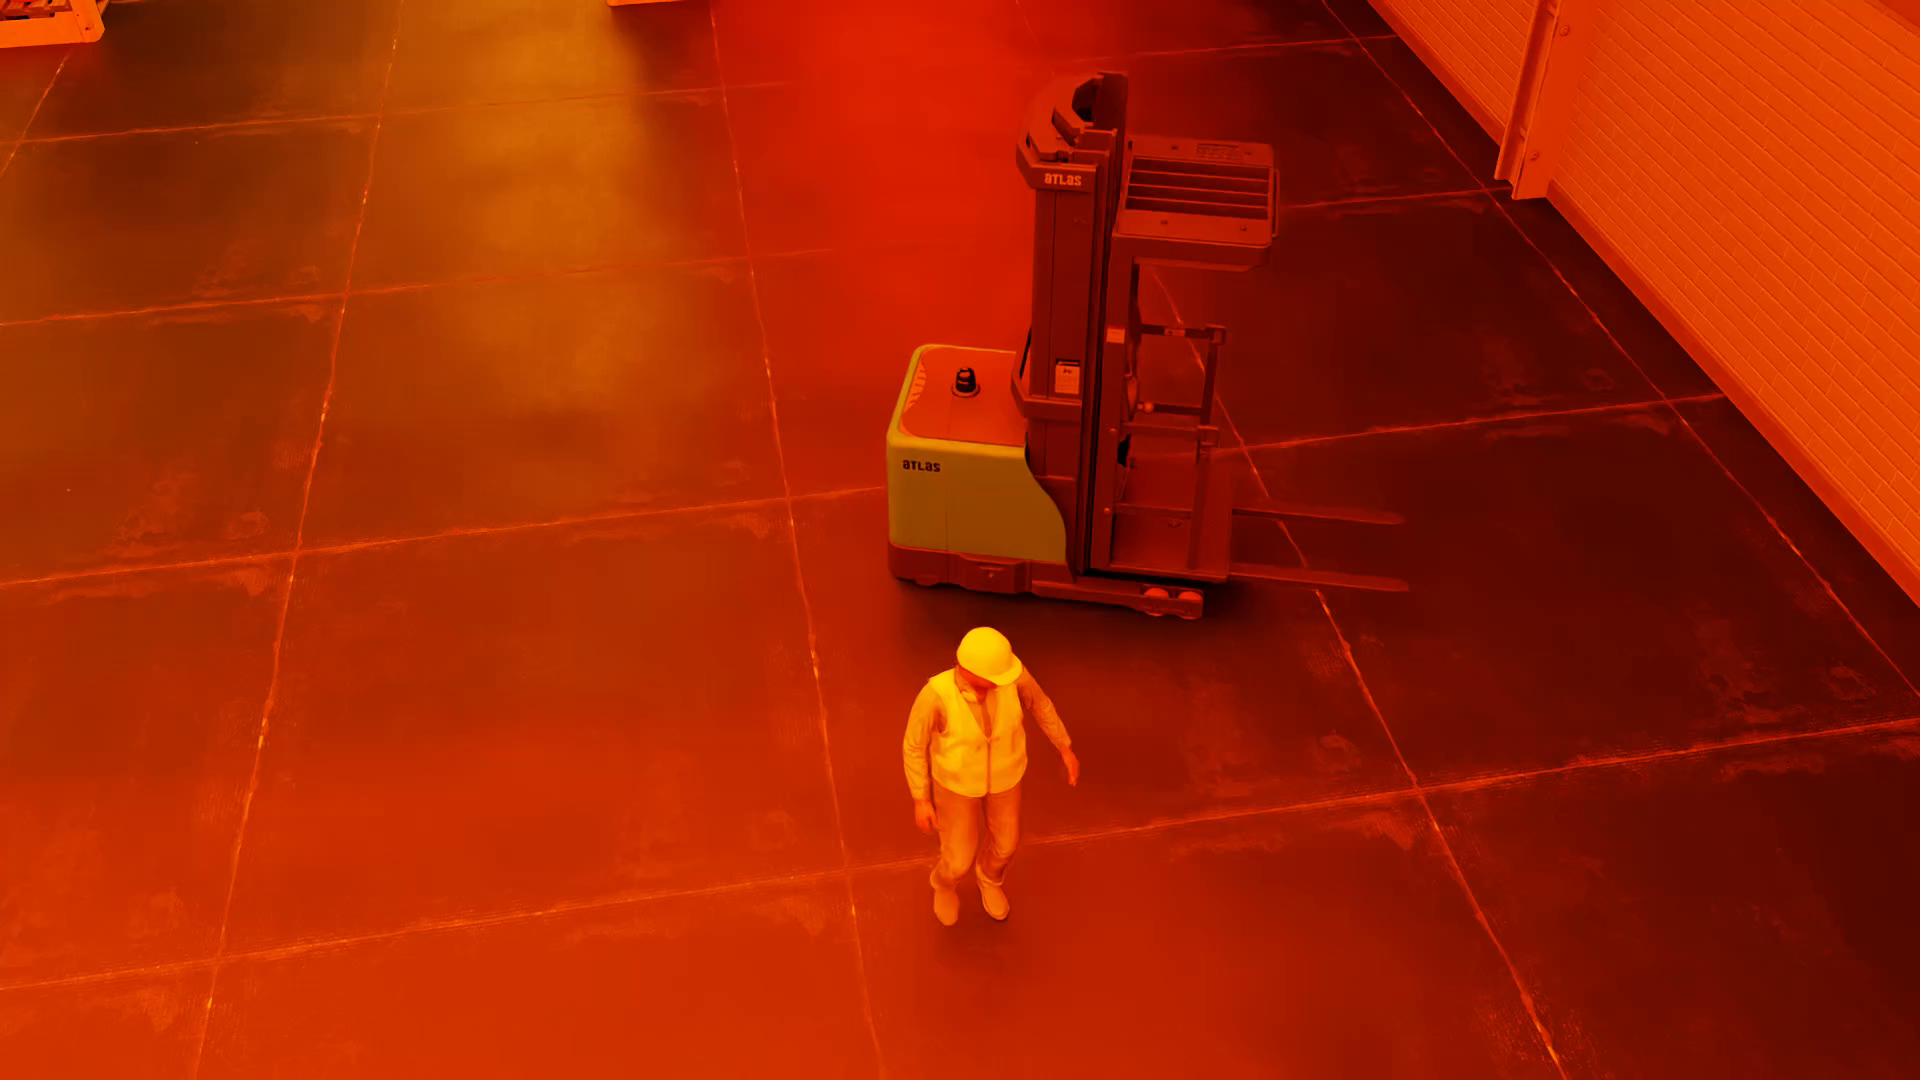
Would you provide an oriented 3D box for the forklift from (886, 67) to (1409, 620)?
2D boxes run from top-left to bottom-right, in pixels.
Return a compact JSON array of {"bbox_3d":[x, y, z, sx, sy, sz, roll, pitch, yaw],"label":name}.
[{"bbox_3d":[1.135,-1.025,9.163,3.031,2.935,1.130,6,41,7],"label":"forklift"}]

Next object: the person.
[{"bbox_3d":[0.141,1.096,7.603,0.805,1.767,0.498,-10,41,-12],"label":"person"}]
